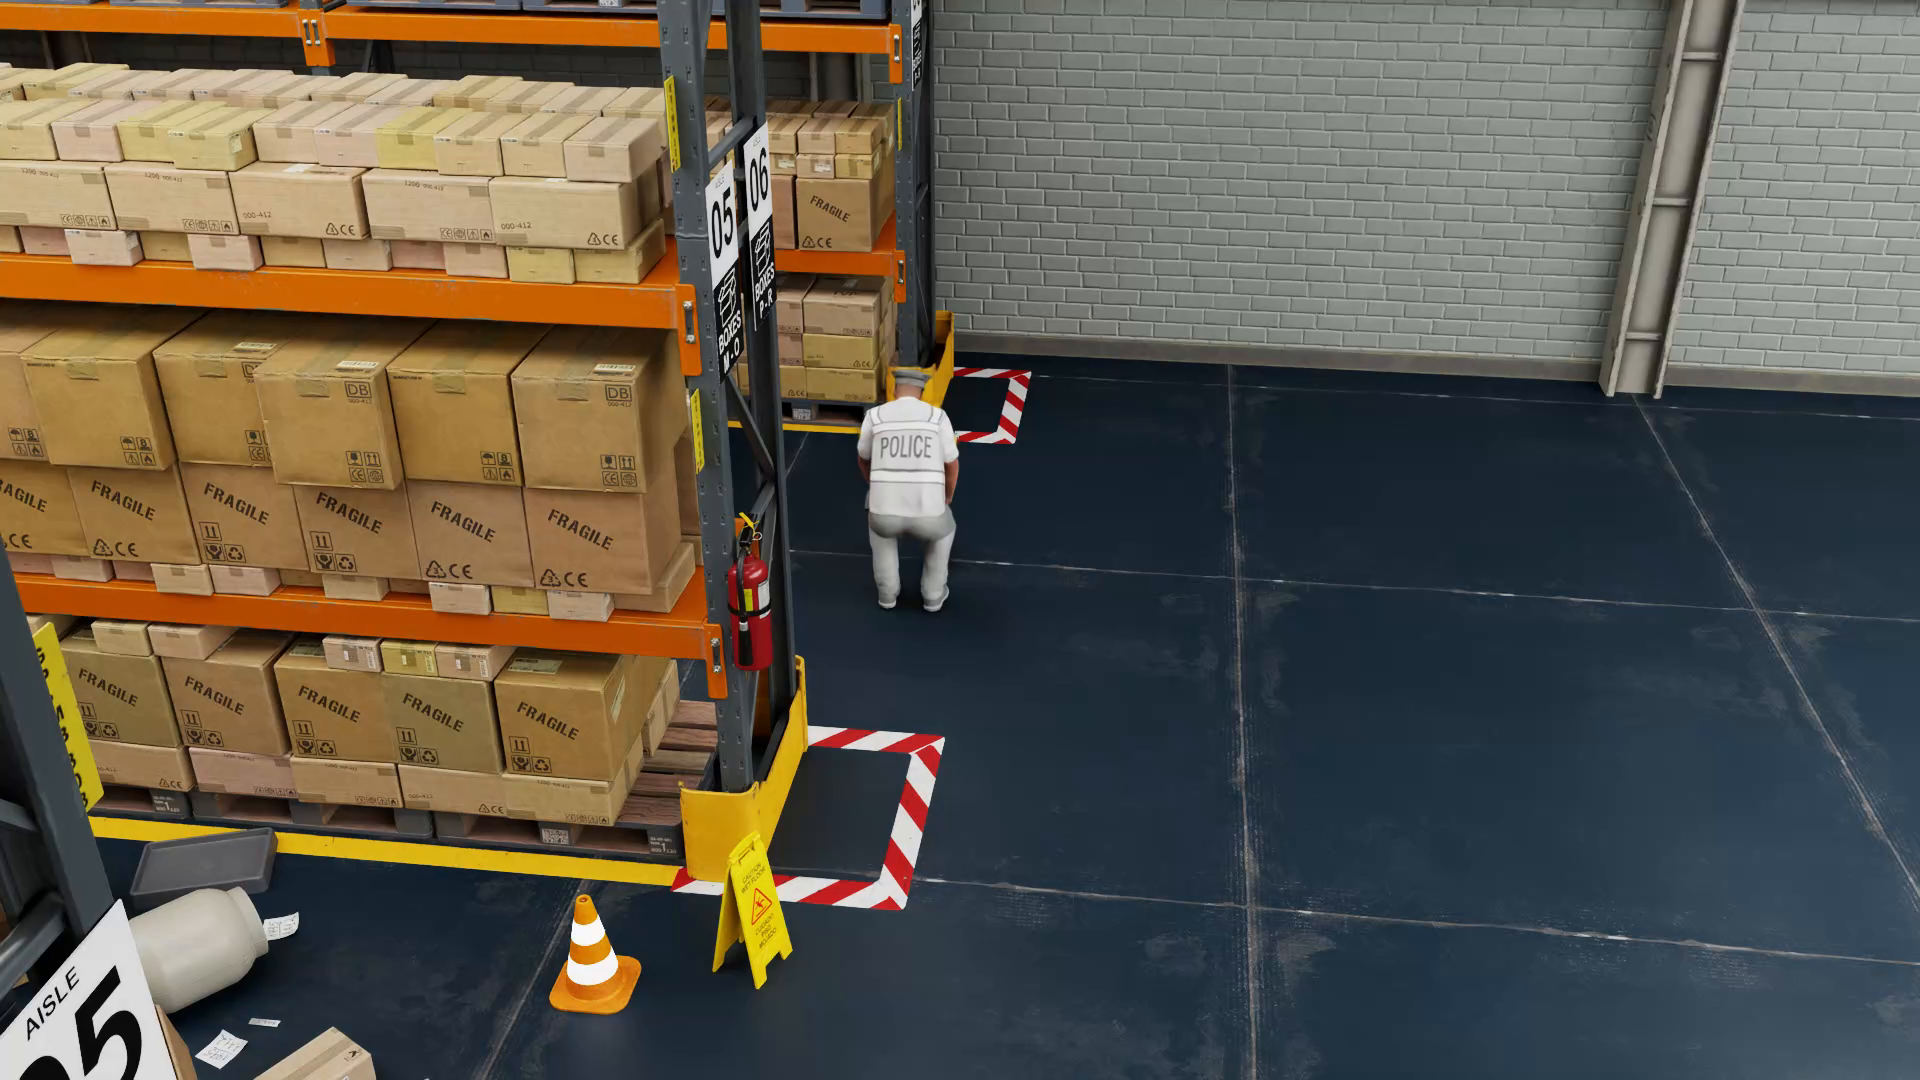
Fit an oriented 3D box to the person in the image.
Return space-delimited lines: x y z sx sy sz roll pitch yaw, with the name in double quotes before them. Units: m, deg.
"person" -0.314 -0.276 9.589 0.589 1.324 0.851 3 28 6
